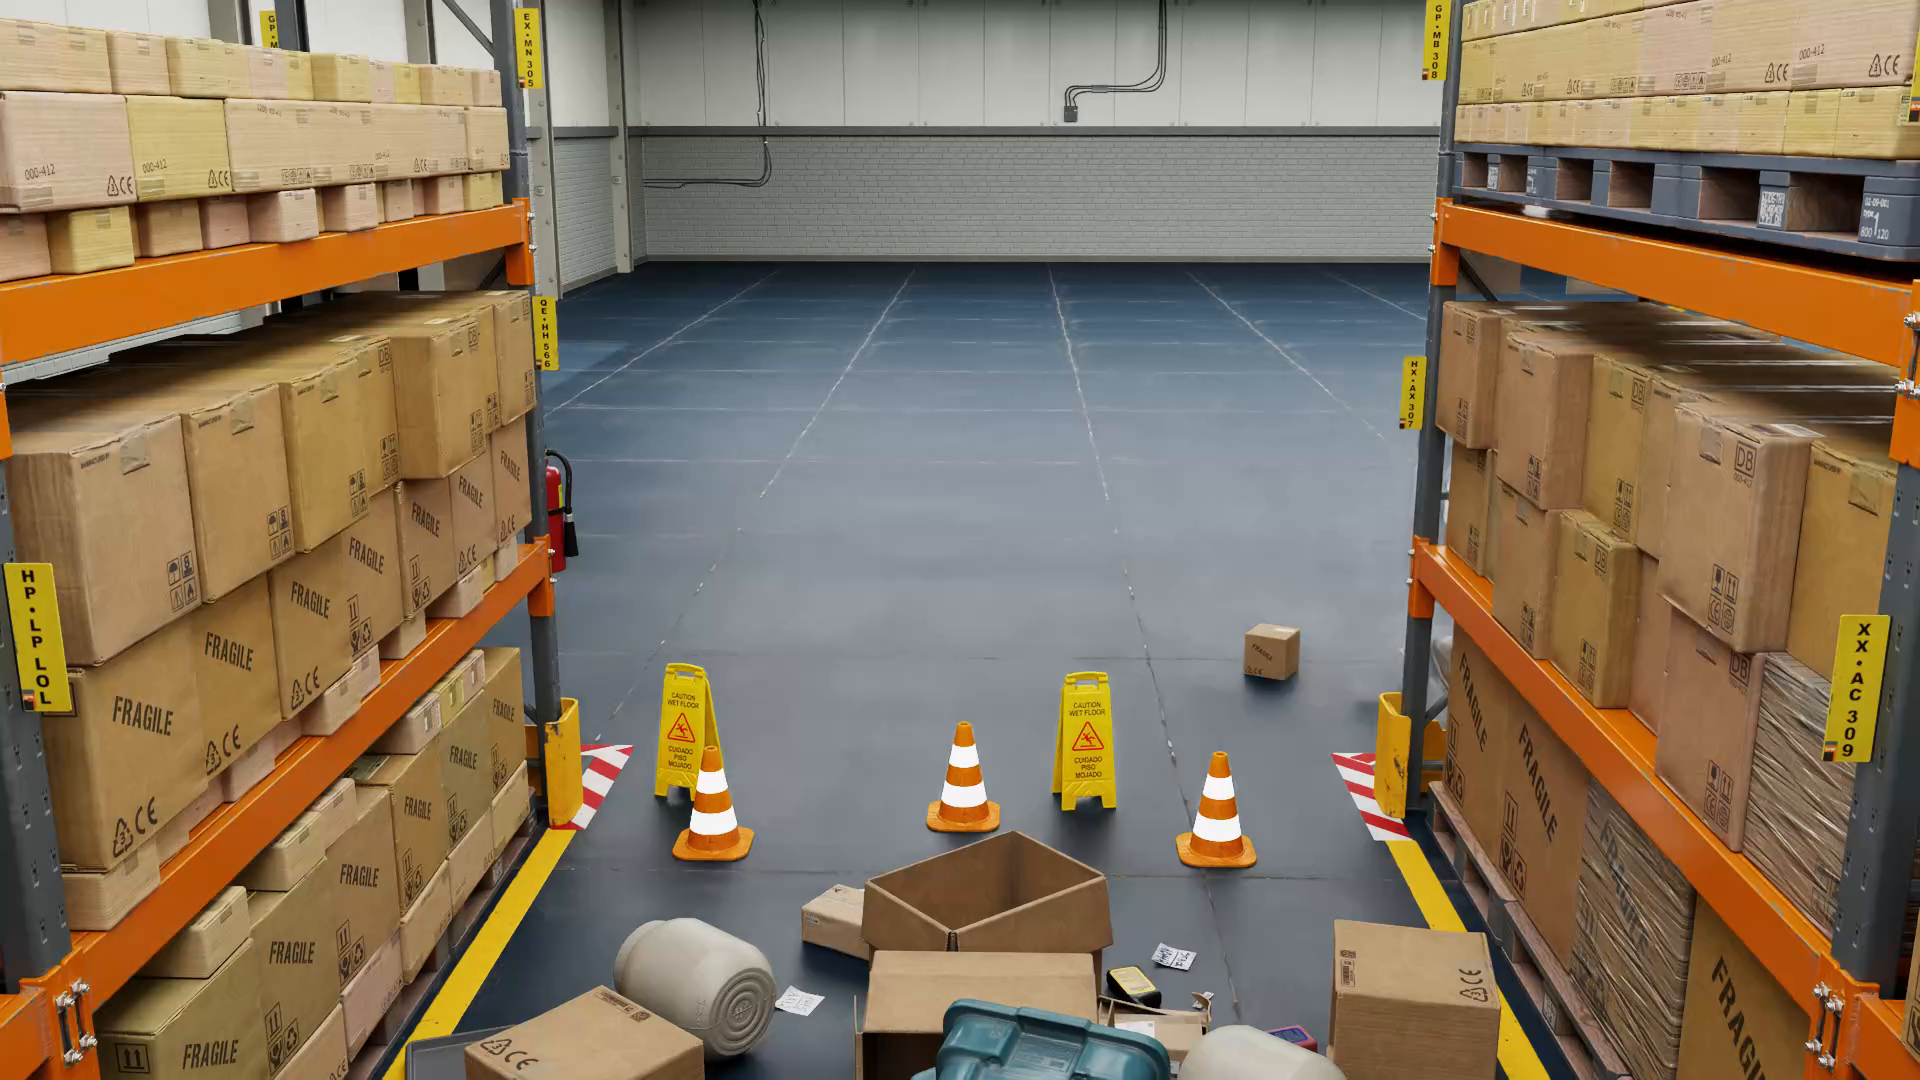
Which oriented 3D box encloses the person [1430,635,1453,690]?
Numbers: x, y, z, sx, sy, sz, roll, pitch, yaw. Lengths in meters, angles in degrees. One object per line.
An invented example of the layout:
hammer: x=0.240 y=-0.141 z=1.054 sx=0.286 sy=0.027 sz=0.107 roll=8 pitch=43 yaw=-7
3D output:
person: x=2.857 y=0.145 z=8.855 sx=0.655 sy=1.641 sz=0.472 roll=6 pitch=15 yaw=23
